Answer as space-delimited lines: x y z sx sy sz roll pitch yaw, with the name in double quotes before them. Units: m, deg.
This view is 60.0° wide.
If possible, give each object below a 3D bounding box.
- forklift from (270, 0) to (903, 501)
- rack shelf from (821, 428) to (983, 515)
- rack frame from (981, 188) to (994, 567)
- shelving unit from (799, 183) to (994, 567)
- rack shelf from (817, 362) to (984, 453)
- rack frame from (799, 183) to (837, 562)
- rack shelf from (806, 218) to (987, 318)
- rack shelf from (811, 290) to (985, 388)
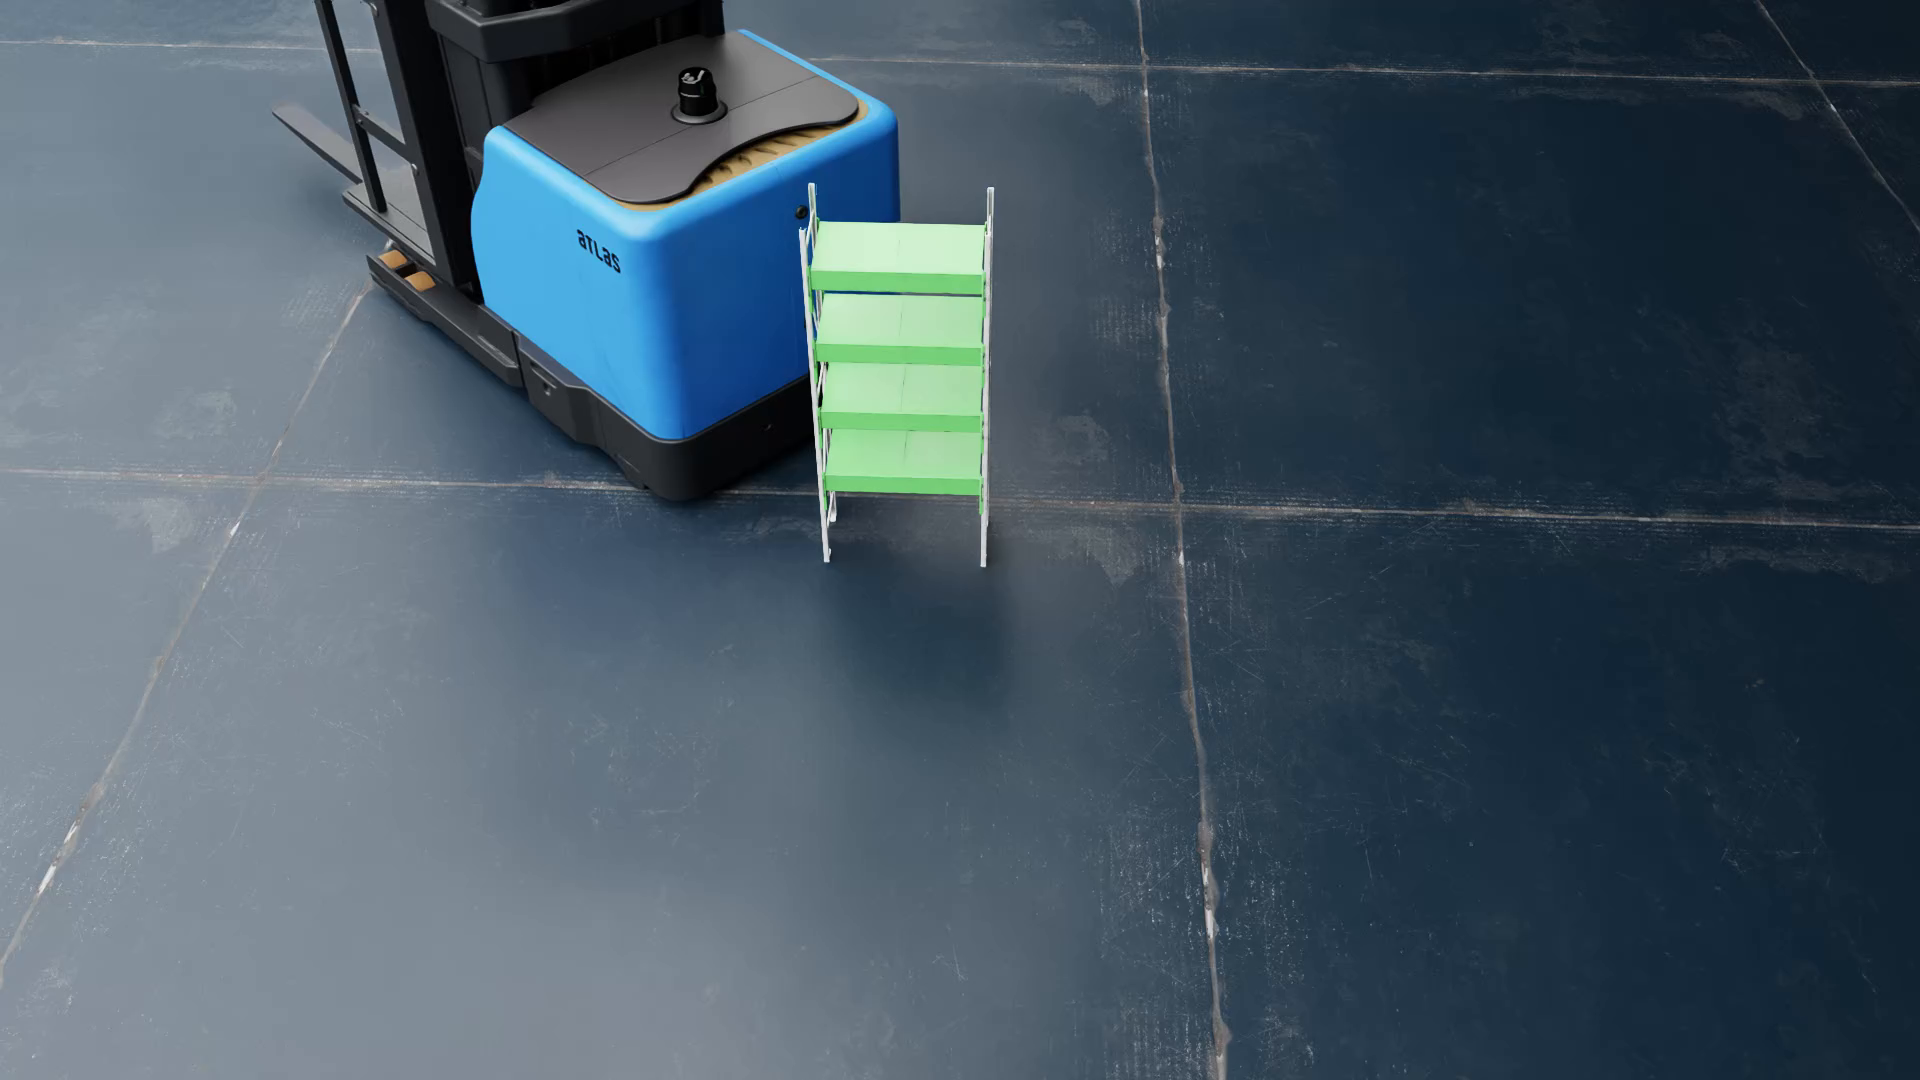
"forklift" -1.555 -2.107 5.361 1.130 2.935 3.031 -33 52 -30
"rack shelf" -0.165 -0.222 5.054 0.480 0.148 0.258 2 43 2
"rack frame" 0.078 -0.437 4.838 0.015 1.200 0.240 2 43 2
"shelving unit" -0.165 -0.444 4.846 0.503 1.200 0.258 2 43 2
"rack shelf" -0.165 -0.397 4.890 0.480 0.148 0.258 2 43 2
"rack frame" -0.409 -0.452 4.855 0.015 1.200 0.240 2 43 2
"rack shelf" -0.165 -0.749 4.563 0.480 0.148 0.258 2 43 2
"rack shelf" -0.165 -0.573 4.726 0.480 0.148 0.258 2 43 2
